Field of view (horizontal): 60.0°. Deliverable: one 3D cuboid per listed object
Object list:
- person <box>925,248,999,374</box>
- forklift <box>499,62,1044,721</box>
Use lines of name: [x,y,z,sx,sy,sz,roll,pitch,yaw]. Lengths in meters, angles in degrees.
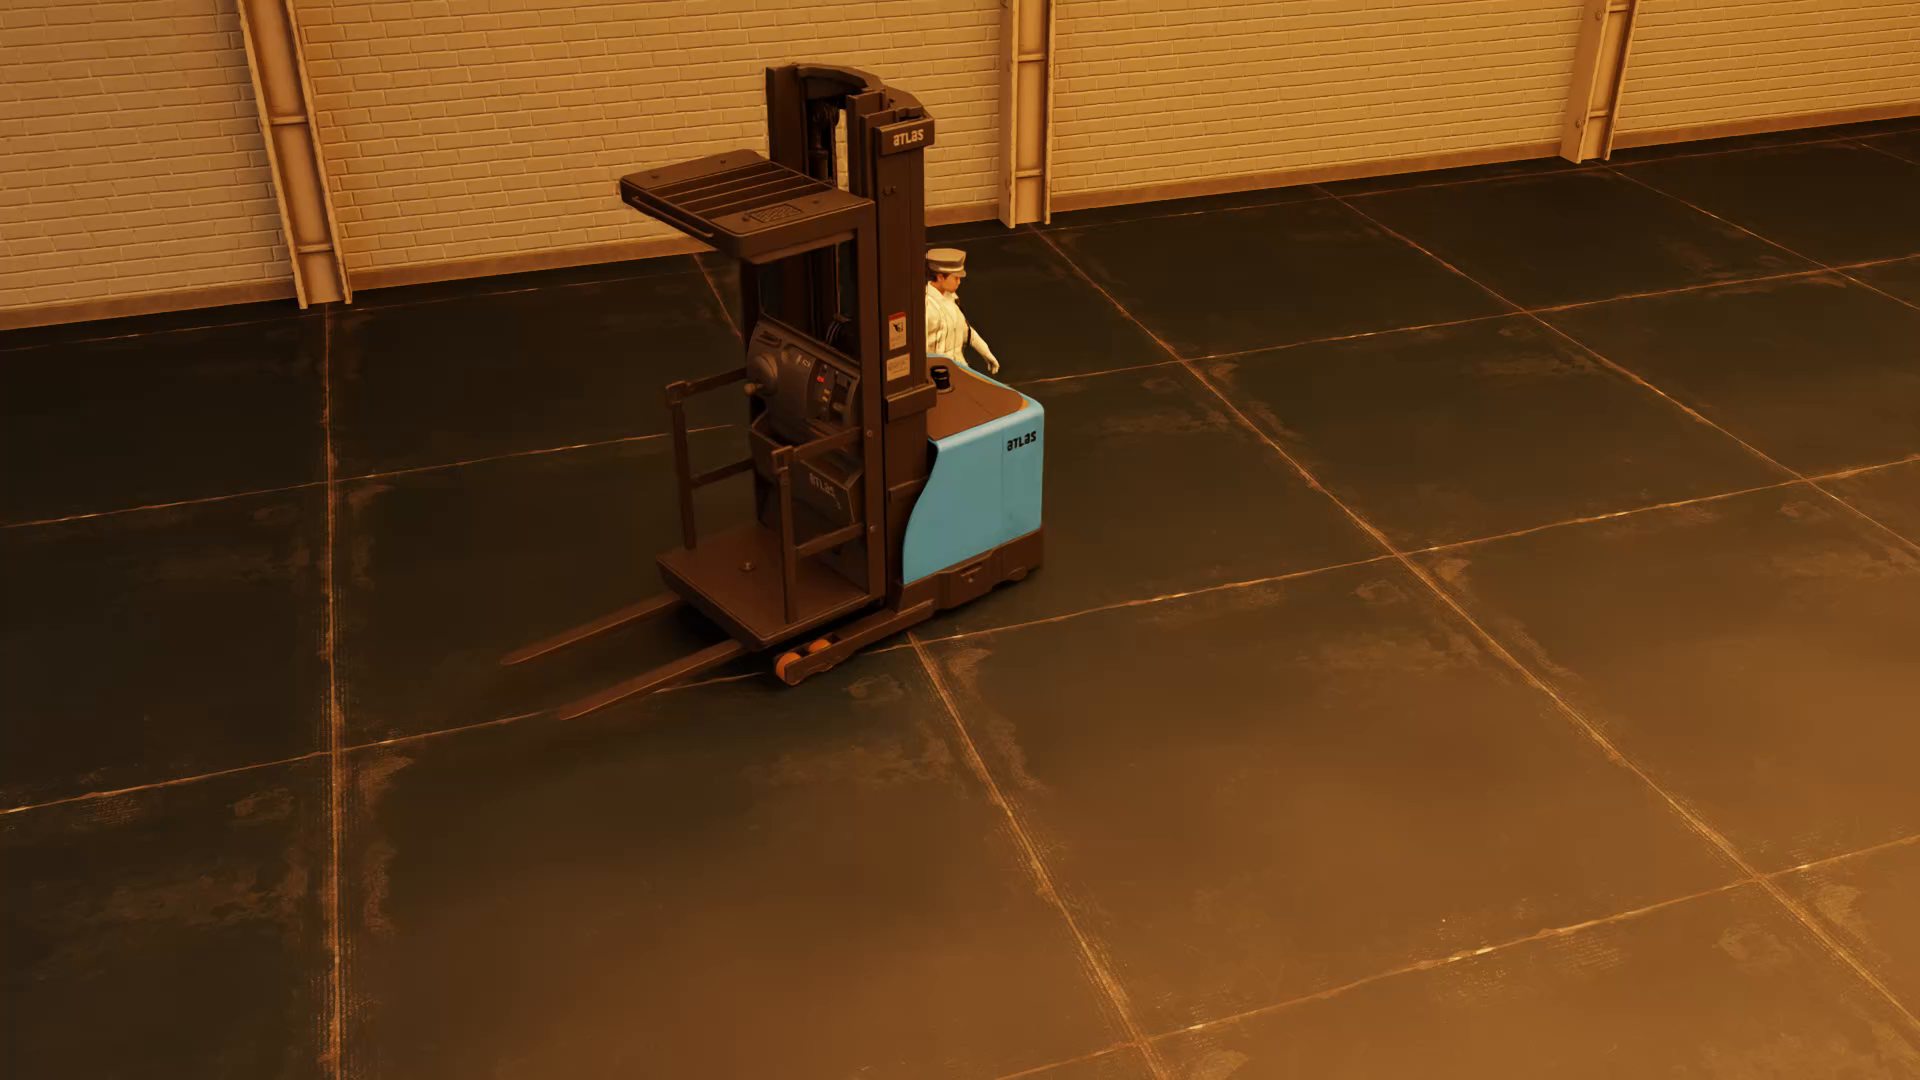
person: [-0.100,-1.027,10.278,0.573,1.566,0.856,16,34,26]
forklift: [-0.977,-0.809,8.493,3.031,2.935,1.130,-22,37,-33]
